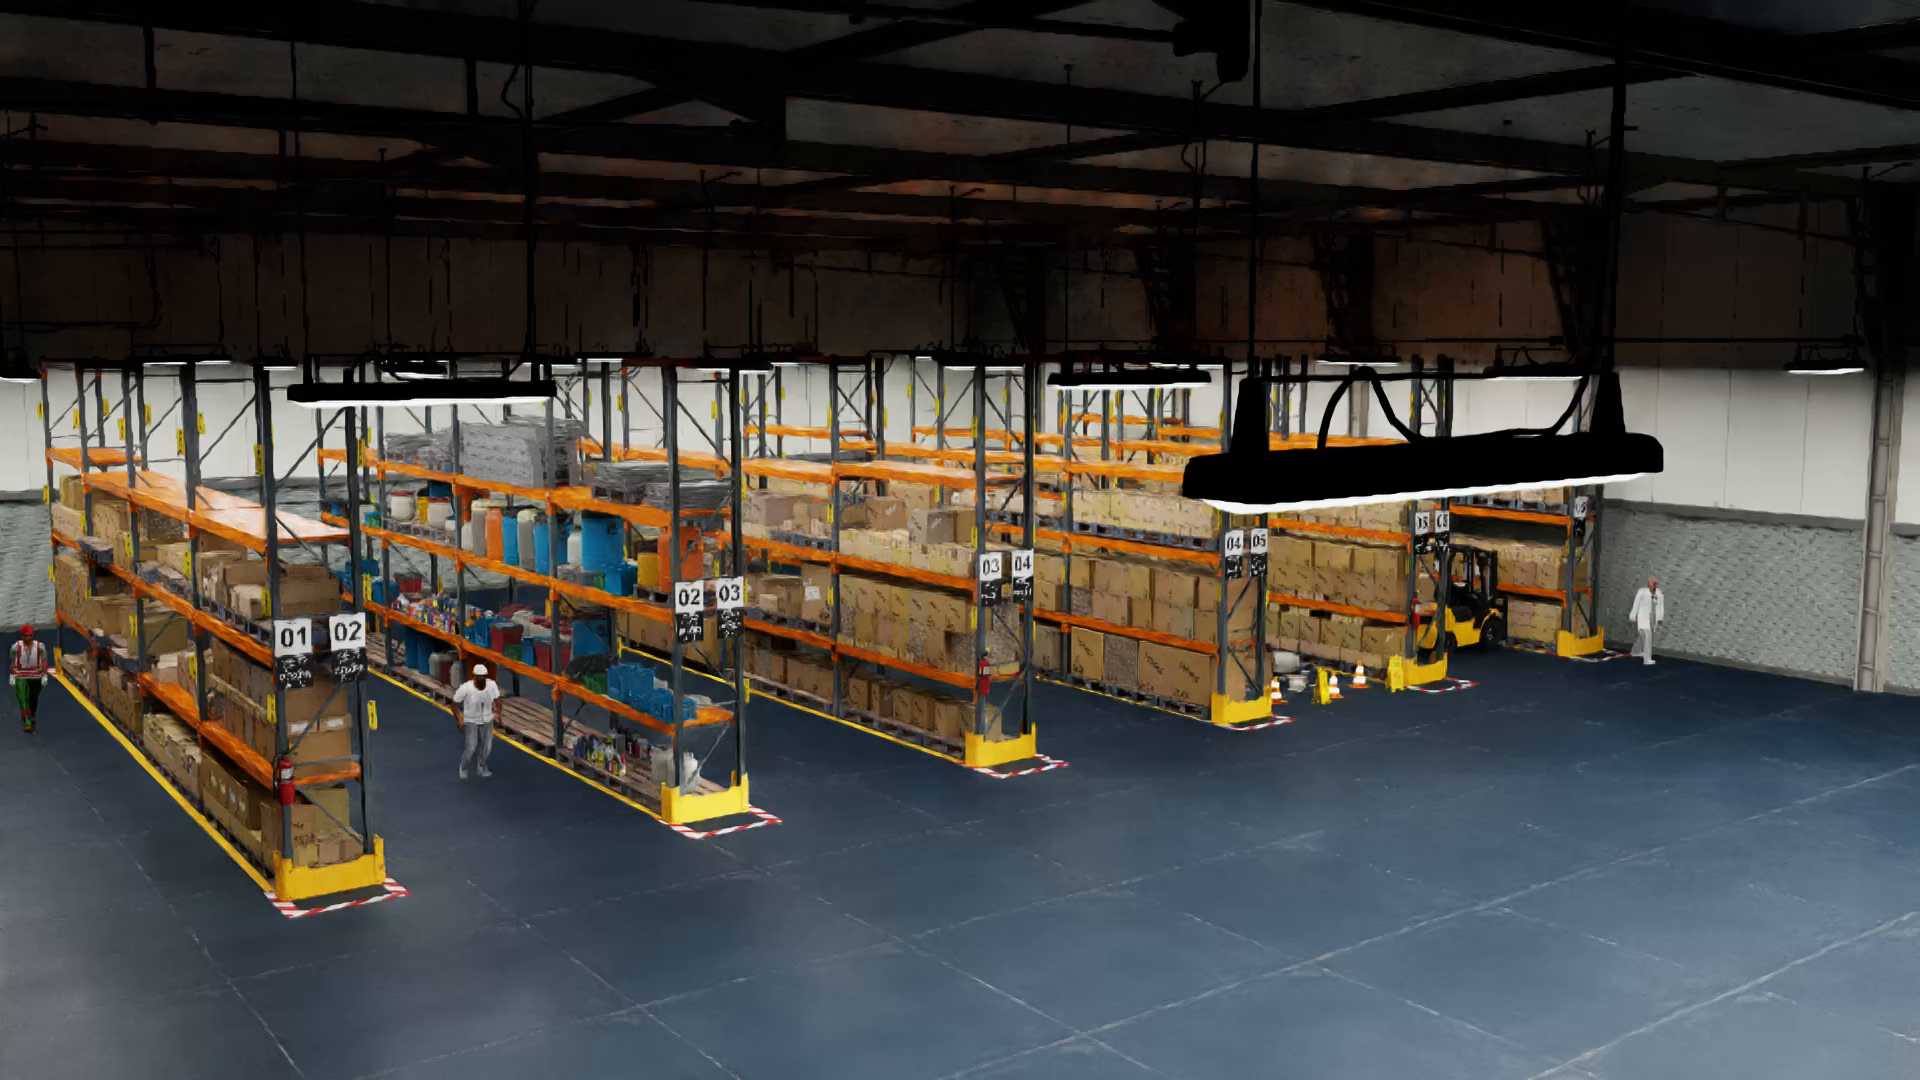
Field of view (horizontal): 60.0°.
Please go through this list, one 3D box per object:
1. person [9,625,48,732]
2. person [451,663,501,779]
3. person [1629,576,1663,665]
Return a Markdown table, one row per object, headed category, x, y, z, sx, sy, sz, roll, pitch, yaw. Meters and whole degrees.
| category | x | y | z | sx | sy | sz | roll | pitch | yaw |
| --- | --- | --- | --- | --- | --- | --- | --- | --- | --- |
| person | -15.164 | 2.218 | 27.112 | 0.550 | 1.709 | 1.128 | -5 | 9 | -38 |
| person | -6.962 | 2.612 | 24.010 | 0.719 | 1.714 | 0.578 | -5 | 9 | -38 |
| person | 13.530 | 1.556 | 32.723 | 0.633 | 1.728 | 1.044 | -2 | 7 | -15 |
